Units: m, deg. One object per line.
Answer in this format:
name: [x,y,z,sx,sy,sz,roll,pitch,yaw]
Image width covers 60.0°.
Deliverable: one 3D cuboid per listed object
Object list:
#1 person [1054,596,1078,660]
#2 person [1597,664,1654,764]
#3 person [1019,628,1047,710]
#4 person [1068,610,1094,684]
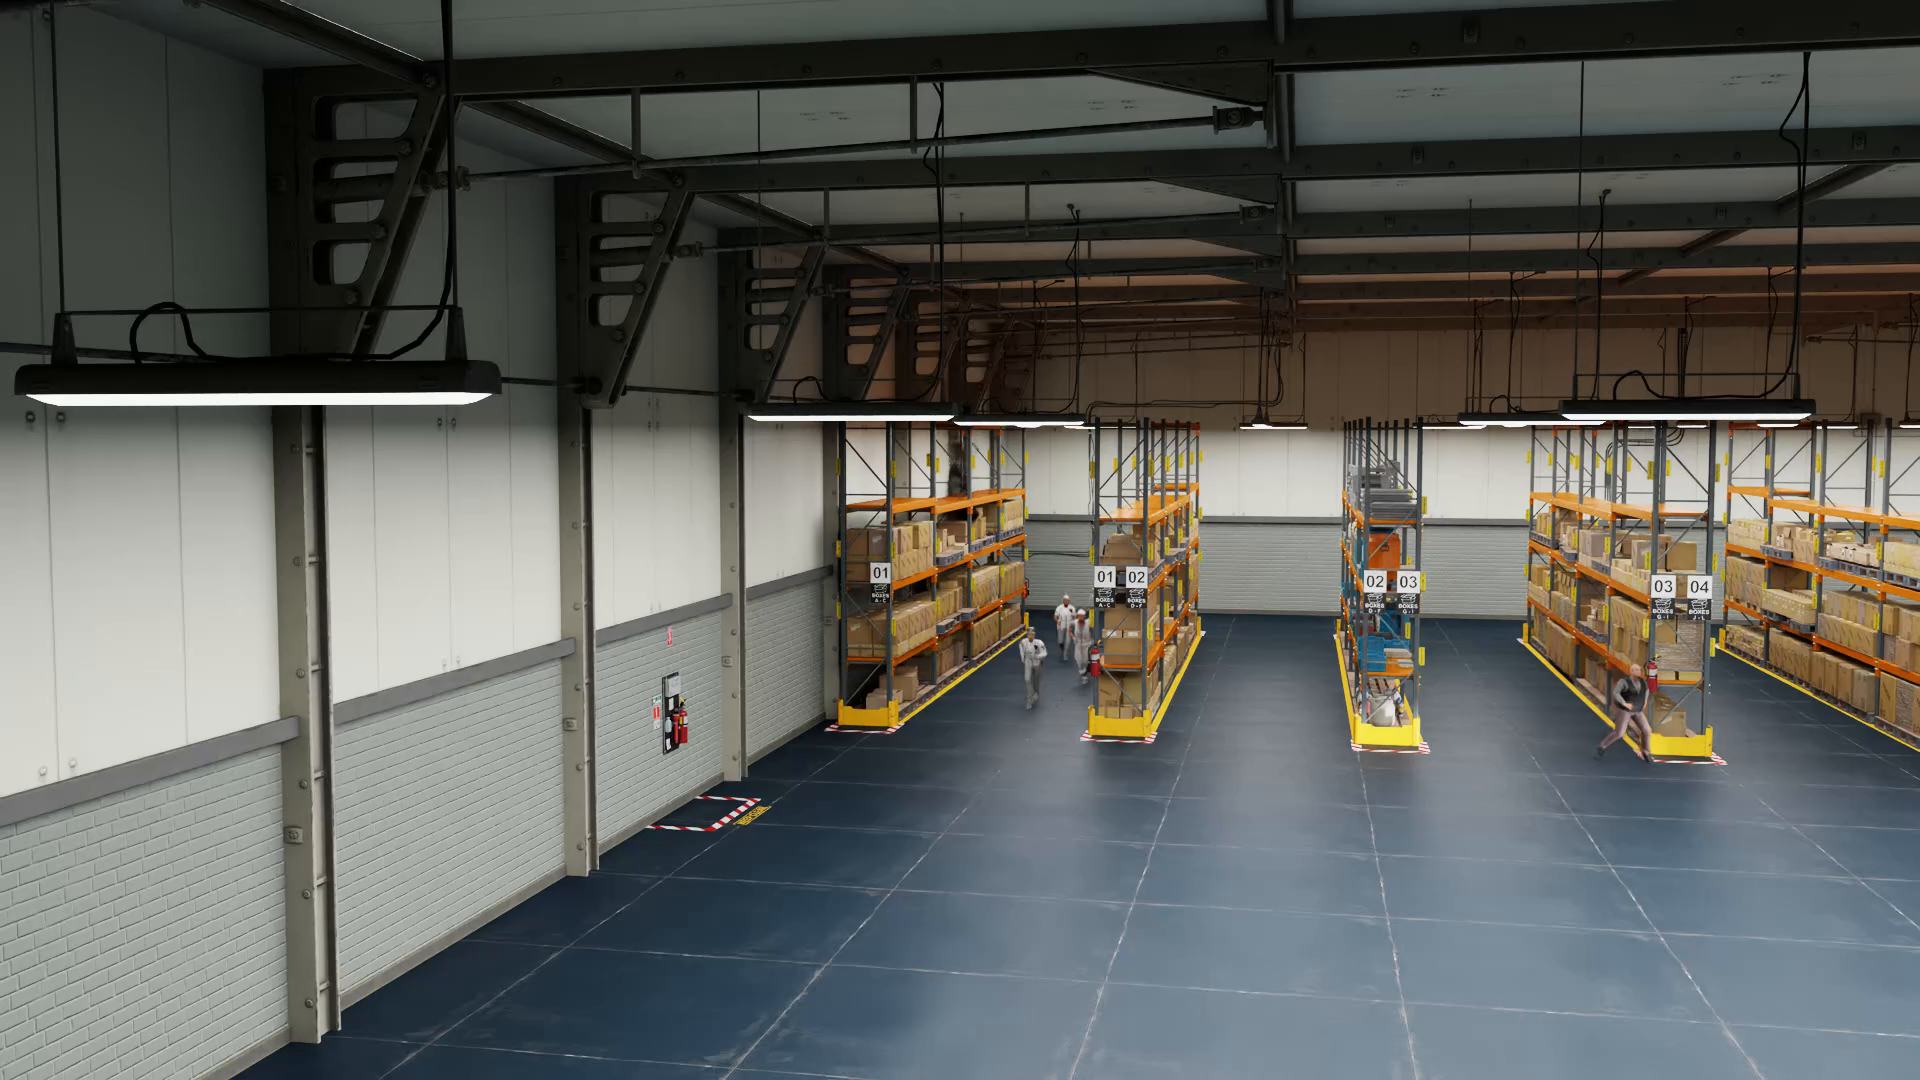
person: [2.659,2.202,41.807,0.581,1.622,0.561,0,4,3]
person: [11.658,3.012,28.989,0.890,1.720,0.742,-1,4,-15]
person: [1.534,2.651,34.744,0.614,1.690,0.987,1,4,8]
person: [2.797,2.426,37.882,0.646,1.726,0.740,1,4,15]
